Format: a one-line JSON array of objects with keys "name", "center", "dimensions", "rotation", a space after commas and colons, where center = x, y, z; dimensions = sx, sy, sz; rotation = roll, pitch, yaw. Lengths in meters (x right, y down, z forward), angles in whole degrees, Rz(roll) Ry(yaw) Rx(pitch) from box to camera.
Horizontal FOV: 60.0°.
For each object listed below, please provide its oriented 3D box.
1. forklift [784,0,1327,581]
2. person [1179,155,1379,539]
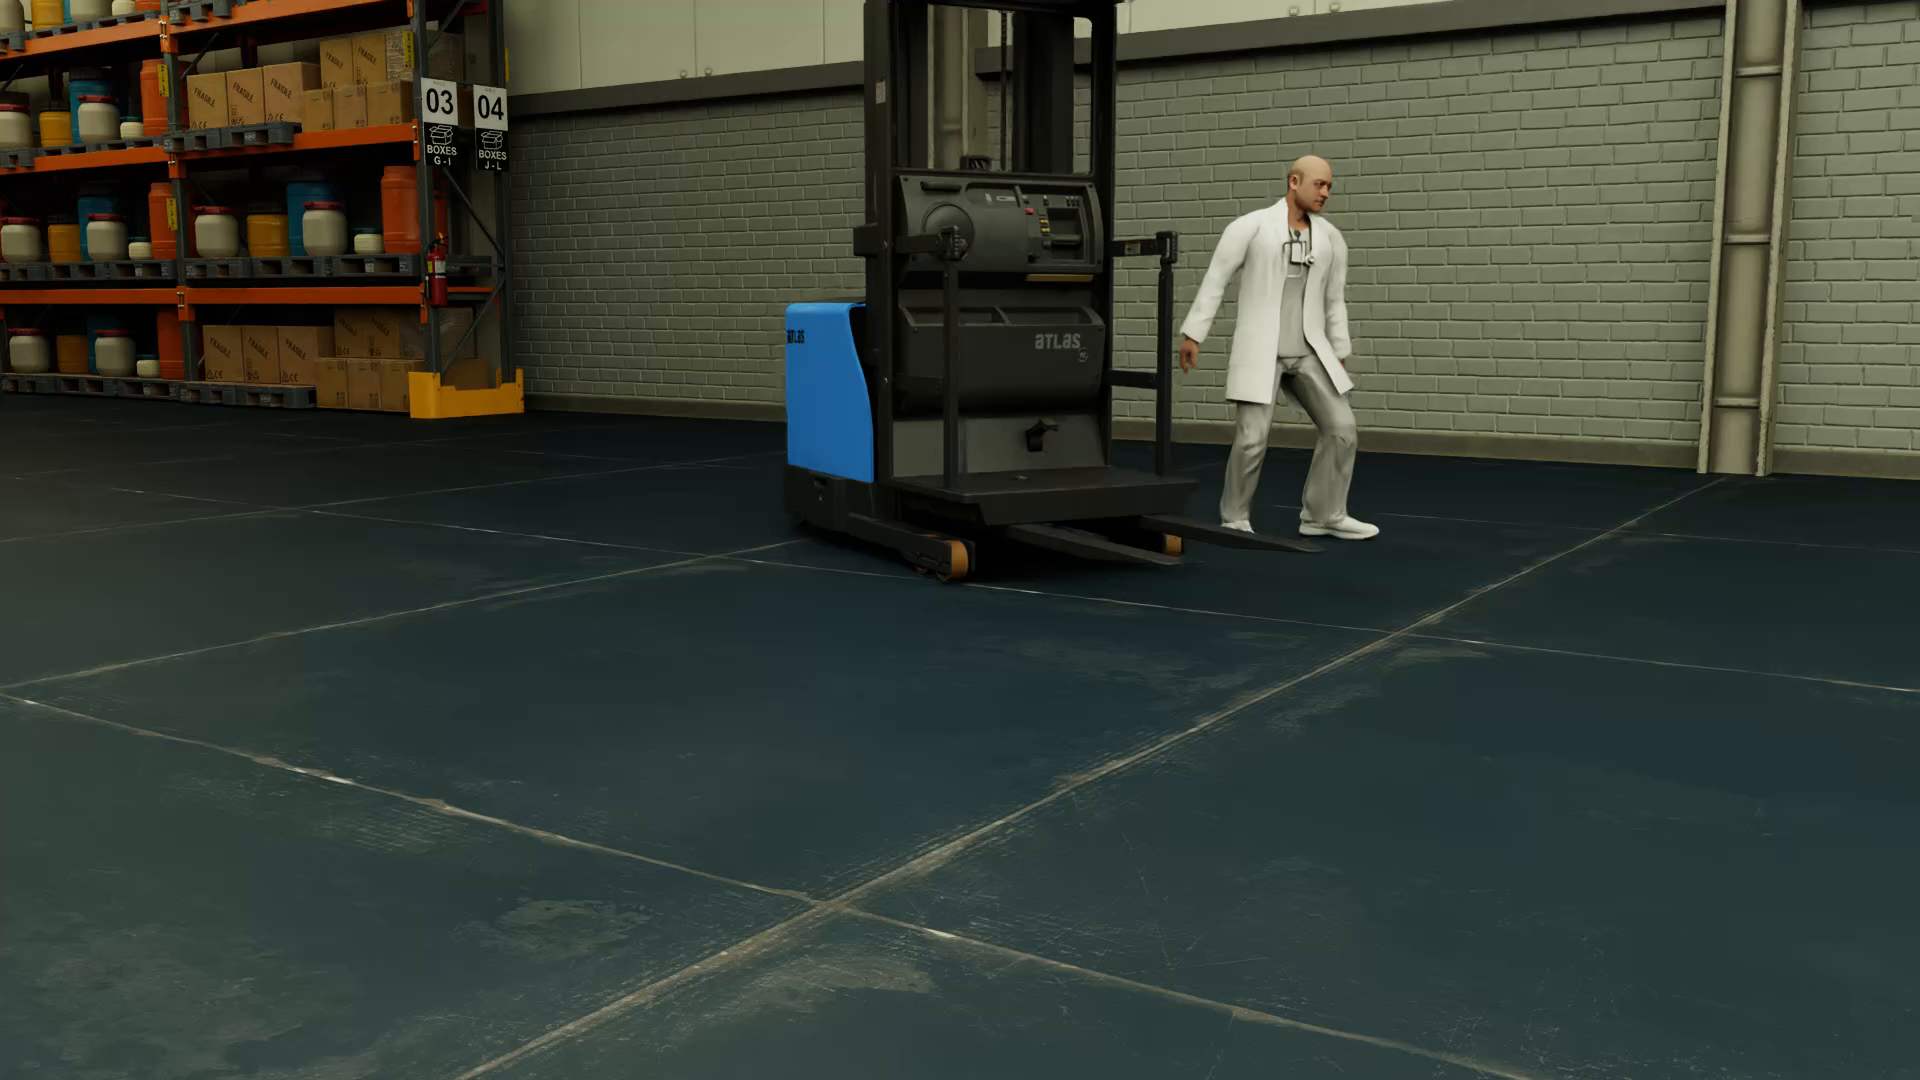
[{"name": "forklift", "center": [0.281, -1.361, 6.764], "dimensions": [1.130, 2.935, 3.031], "rotation": [-4, 9, -27]}, {"name": "person", "center": [1.445, -0.845, 7.547], "dimensions": [0.911, 1.748, 0.509], "rotation": [-1, 8, -9]}]
